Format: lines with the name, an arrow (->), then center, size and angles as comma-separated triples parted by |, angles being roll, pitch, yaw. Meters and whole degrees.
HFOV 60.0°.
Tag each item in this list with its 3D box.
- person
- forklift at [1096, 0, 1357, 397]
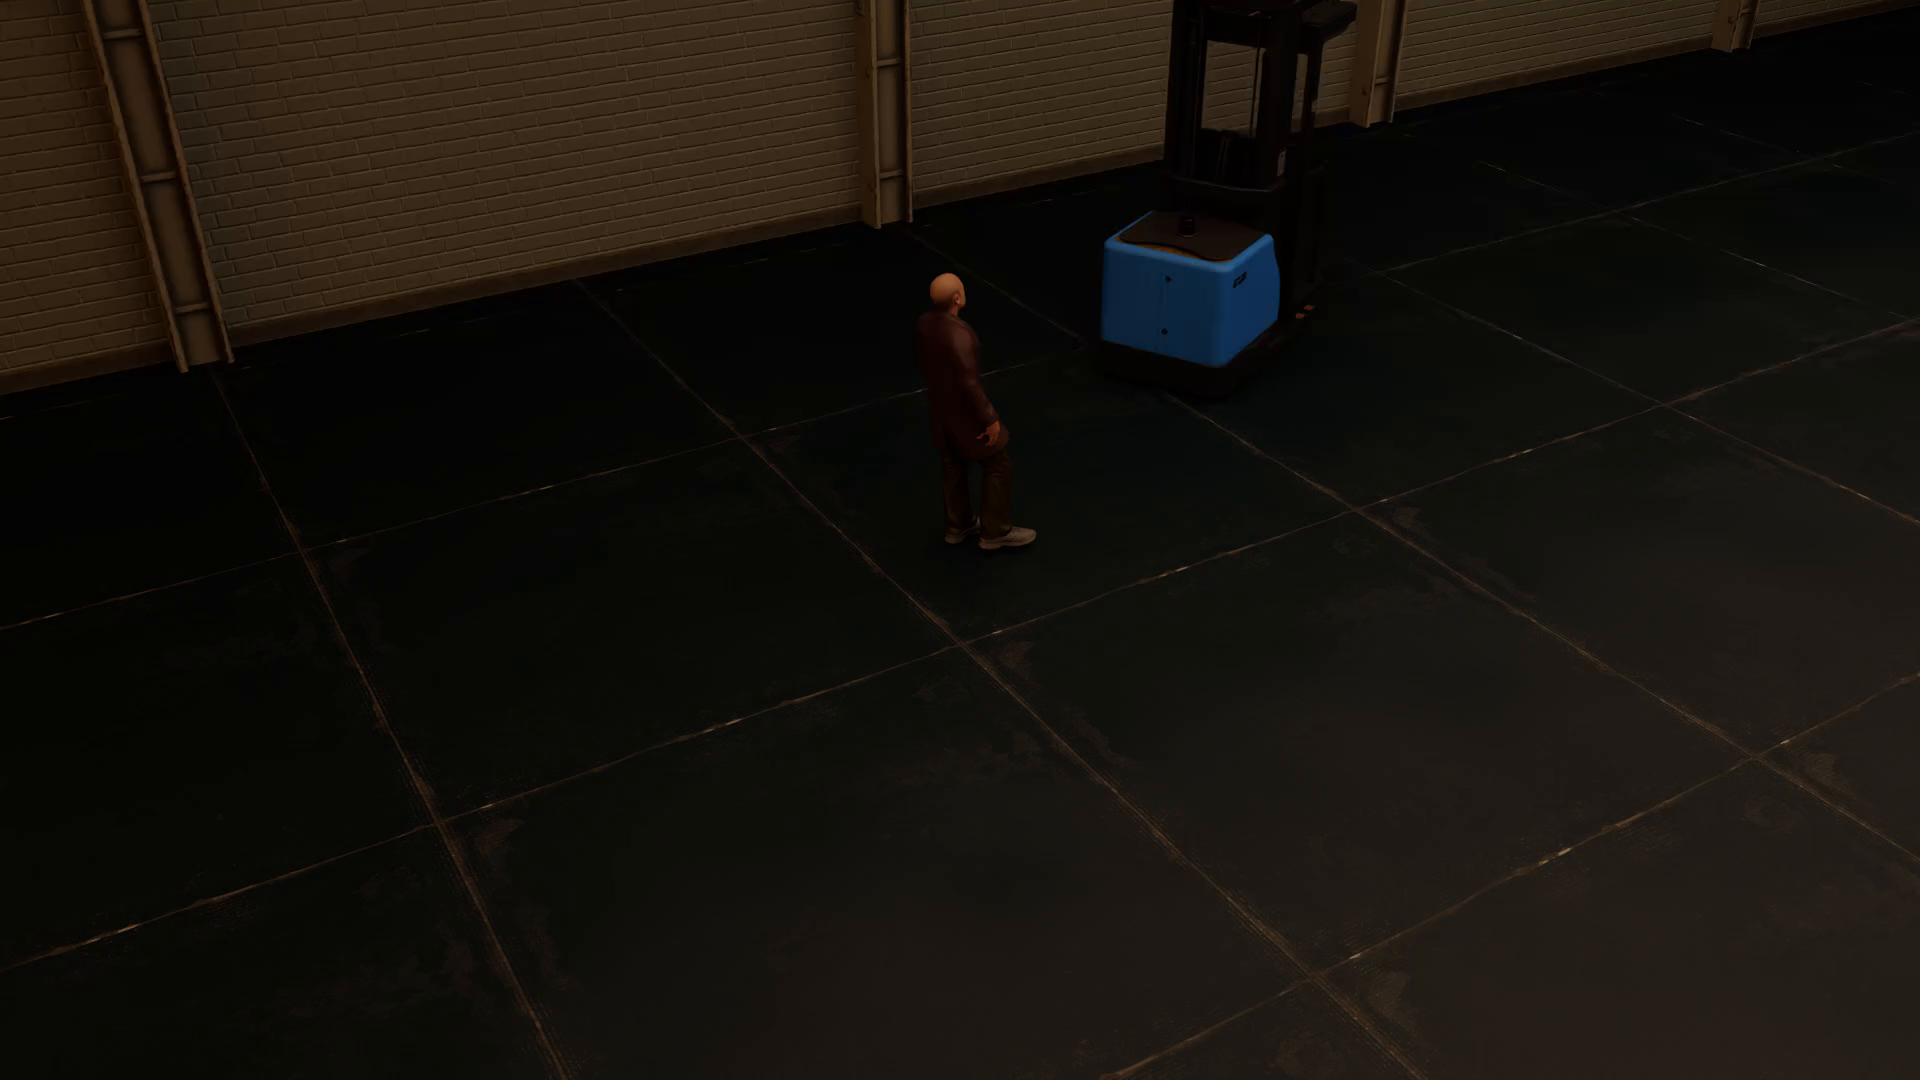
person -> 0.081, -0.791, 10.078 | 0.580, 1.777, 0.696 | -17, 35, -26
forklift -> 2.235, -3.013, 12.678 | 1.130, 2.935, 3.031 | 18, 35, 27
